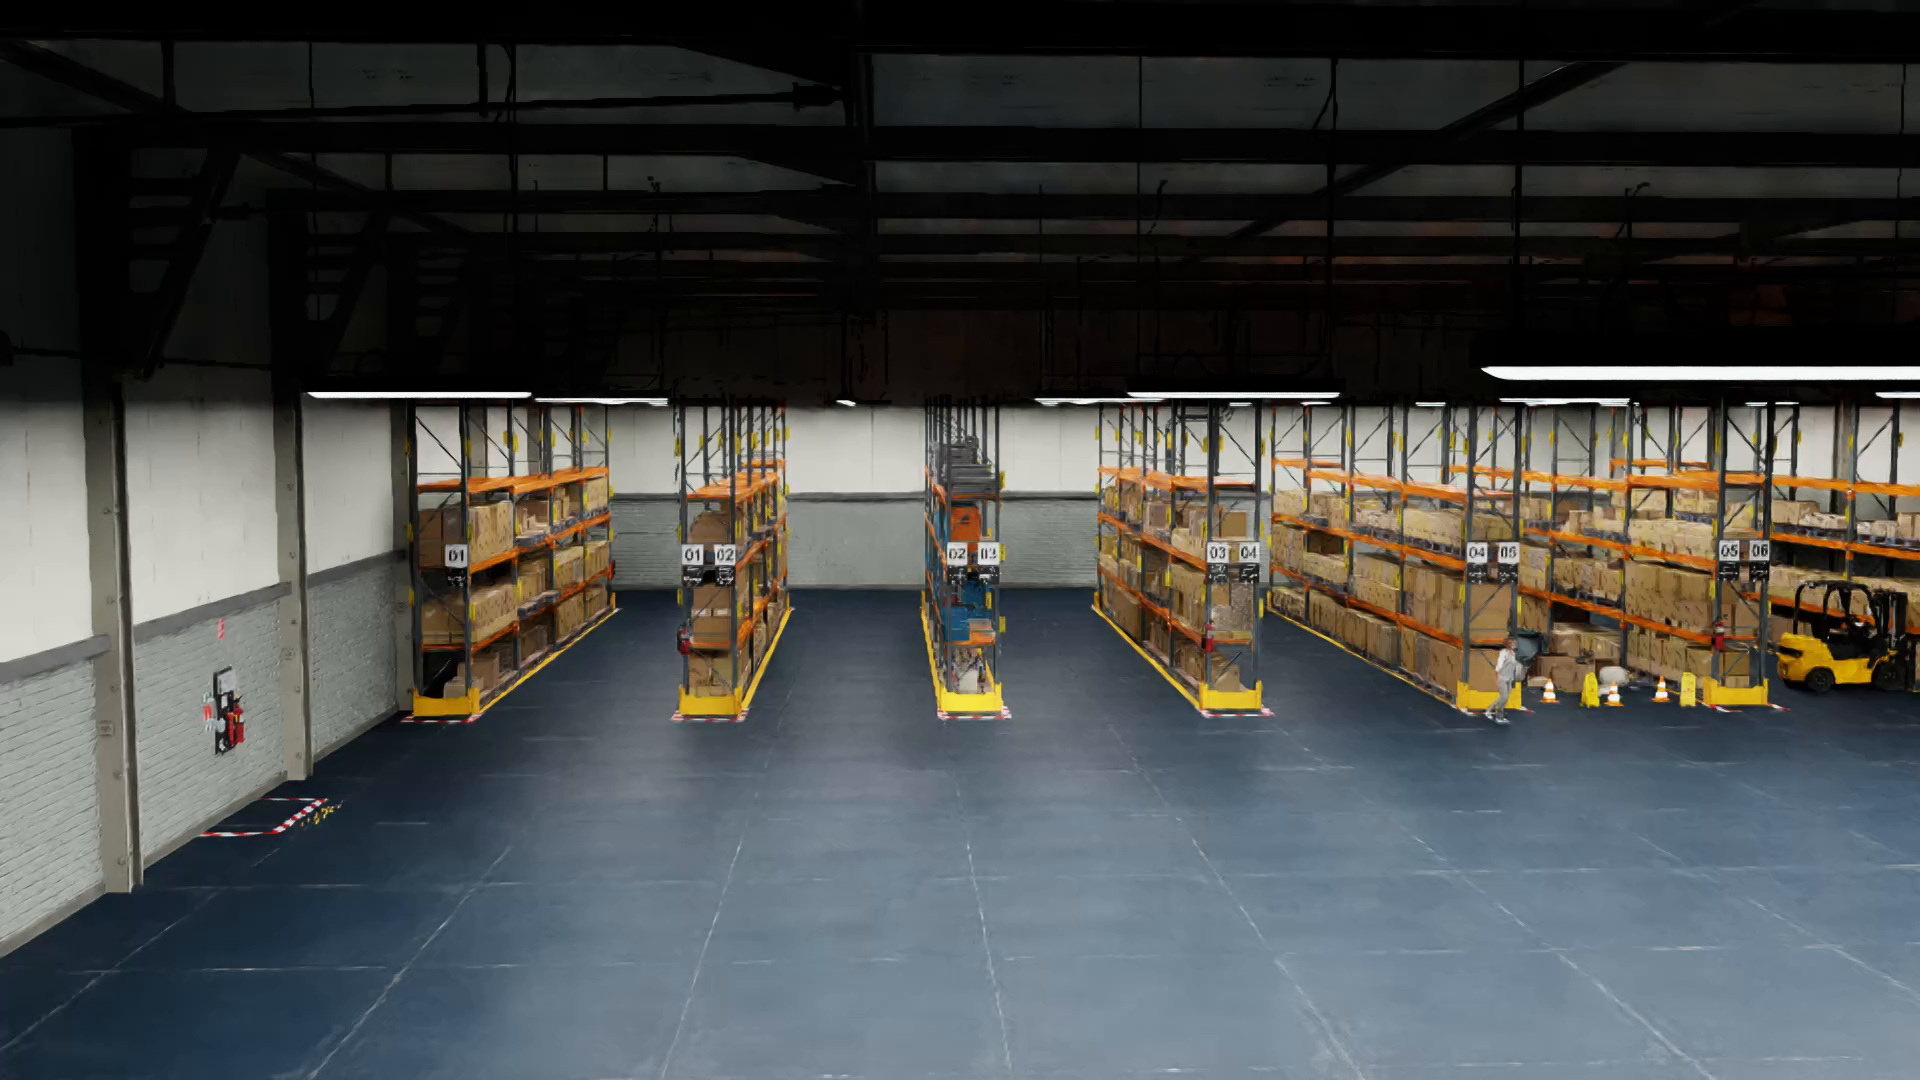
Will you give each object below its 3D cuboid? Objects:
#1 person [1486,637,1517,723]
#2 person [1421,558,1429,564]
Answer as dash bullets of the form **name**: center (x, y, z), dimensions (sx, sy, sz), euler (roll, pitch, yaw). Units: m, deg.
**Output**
- **person**: center (9.864, 2.539, 30.308), dimensions (0.471, 1.590, 0.490), euler (-4, 6, -41)
- **person**: center (12.700, 1.310, 45.377), dimensions (0.462, 1.691, 0.471), euler (1, 5, 10)
